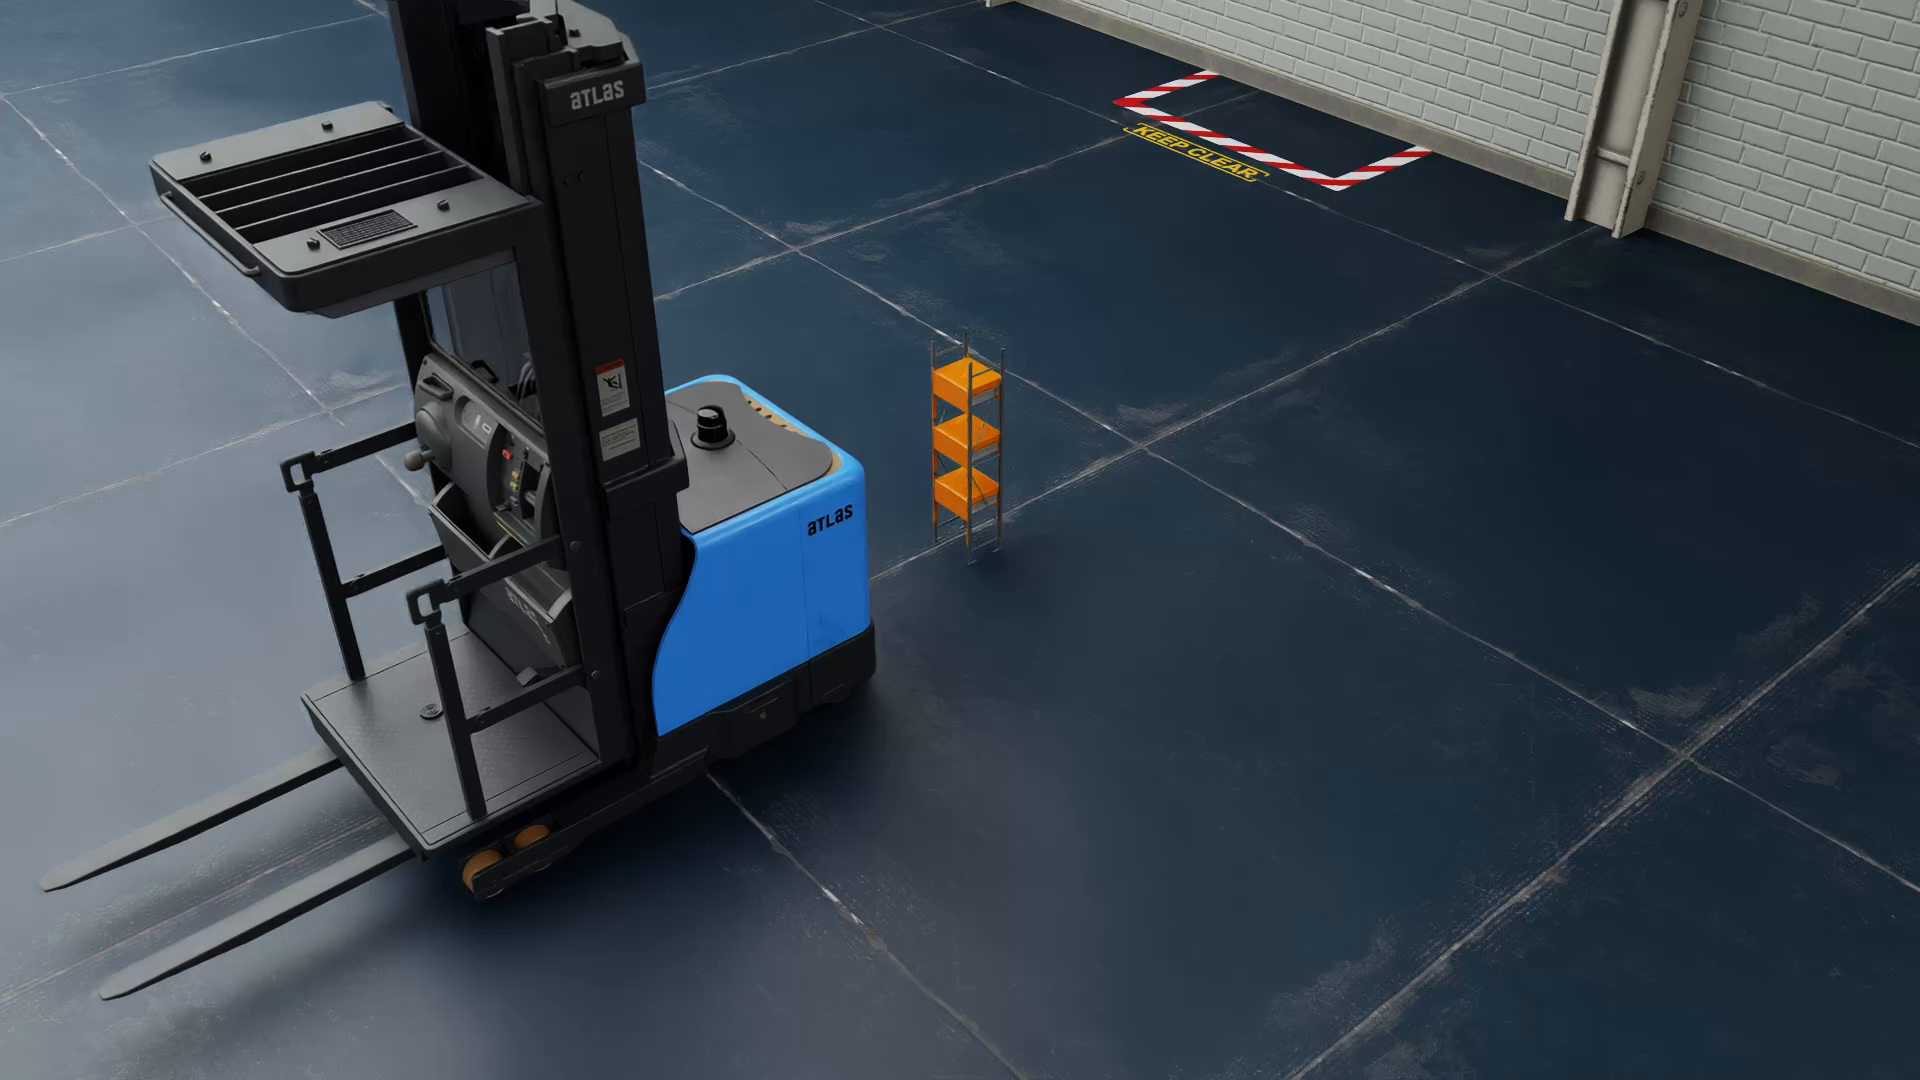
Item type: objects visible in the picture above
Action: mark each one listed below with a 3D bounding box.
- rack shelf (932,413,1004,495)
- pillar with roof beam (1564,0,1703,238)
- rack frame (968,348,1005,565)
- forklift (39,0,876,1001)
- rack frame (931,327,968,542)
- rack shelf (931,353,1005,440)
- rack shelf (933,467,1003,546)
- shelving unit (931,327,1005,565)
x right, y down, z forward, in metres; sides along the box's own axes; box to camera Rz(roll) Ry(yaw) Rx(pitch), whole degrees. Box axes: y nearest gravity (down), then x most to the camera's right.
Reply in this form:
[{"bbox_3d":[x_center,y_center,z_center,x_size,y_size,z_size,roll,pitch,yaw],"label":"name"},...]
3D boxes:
[{"bbox_3d":[0.035,-0.396,7.419,0.215,0.259,0.240,-26,43,-32],"label":"rack shelf"},{"bbox_3d":[0.828,-4.098,5.750,9.100,9.000,0.400,-26,43,-32],"label":"pillar with roof beam"},{"bbox_3d":[0.113,-0.351,7.337,0.200,1.050,0.008,-26,43,-32],"label":"rack frame"},{"bbox_3d":[-1.796,-0.264,5.586,3.031,2.935,1.130,-26,43,-32],"label":"forklift"},{"bbox_3d":[-0.044,-0.459,7.489,0.200,1.050,0.008,-26,43,-32],"label":"rack frame"},{"bbox_3d":[0.035,-0.628,7.255,0.215,0.259,0.240,-26,43,-32],"label":"rack shelf"},{"bbox_3d":[0.035,-0.169,7.580,0.215,0.259,0.240,-26,43,-32],"label":"rack shelf"},{"bbox_3d":[0.035,-0.405,7.413,0.215,1.050,0.252,-26,43,-32],"label":"shelving unit"}]
